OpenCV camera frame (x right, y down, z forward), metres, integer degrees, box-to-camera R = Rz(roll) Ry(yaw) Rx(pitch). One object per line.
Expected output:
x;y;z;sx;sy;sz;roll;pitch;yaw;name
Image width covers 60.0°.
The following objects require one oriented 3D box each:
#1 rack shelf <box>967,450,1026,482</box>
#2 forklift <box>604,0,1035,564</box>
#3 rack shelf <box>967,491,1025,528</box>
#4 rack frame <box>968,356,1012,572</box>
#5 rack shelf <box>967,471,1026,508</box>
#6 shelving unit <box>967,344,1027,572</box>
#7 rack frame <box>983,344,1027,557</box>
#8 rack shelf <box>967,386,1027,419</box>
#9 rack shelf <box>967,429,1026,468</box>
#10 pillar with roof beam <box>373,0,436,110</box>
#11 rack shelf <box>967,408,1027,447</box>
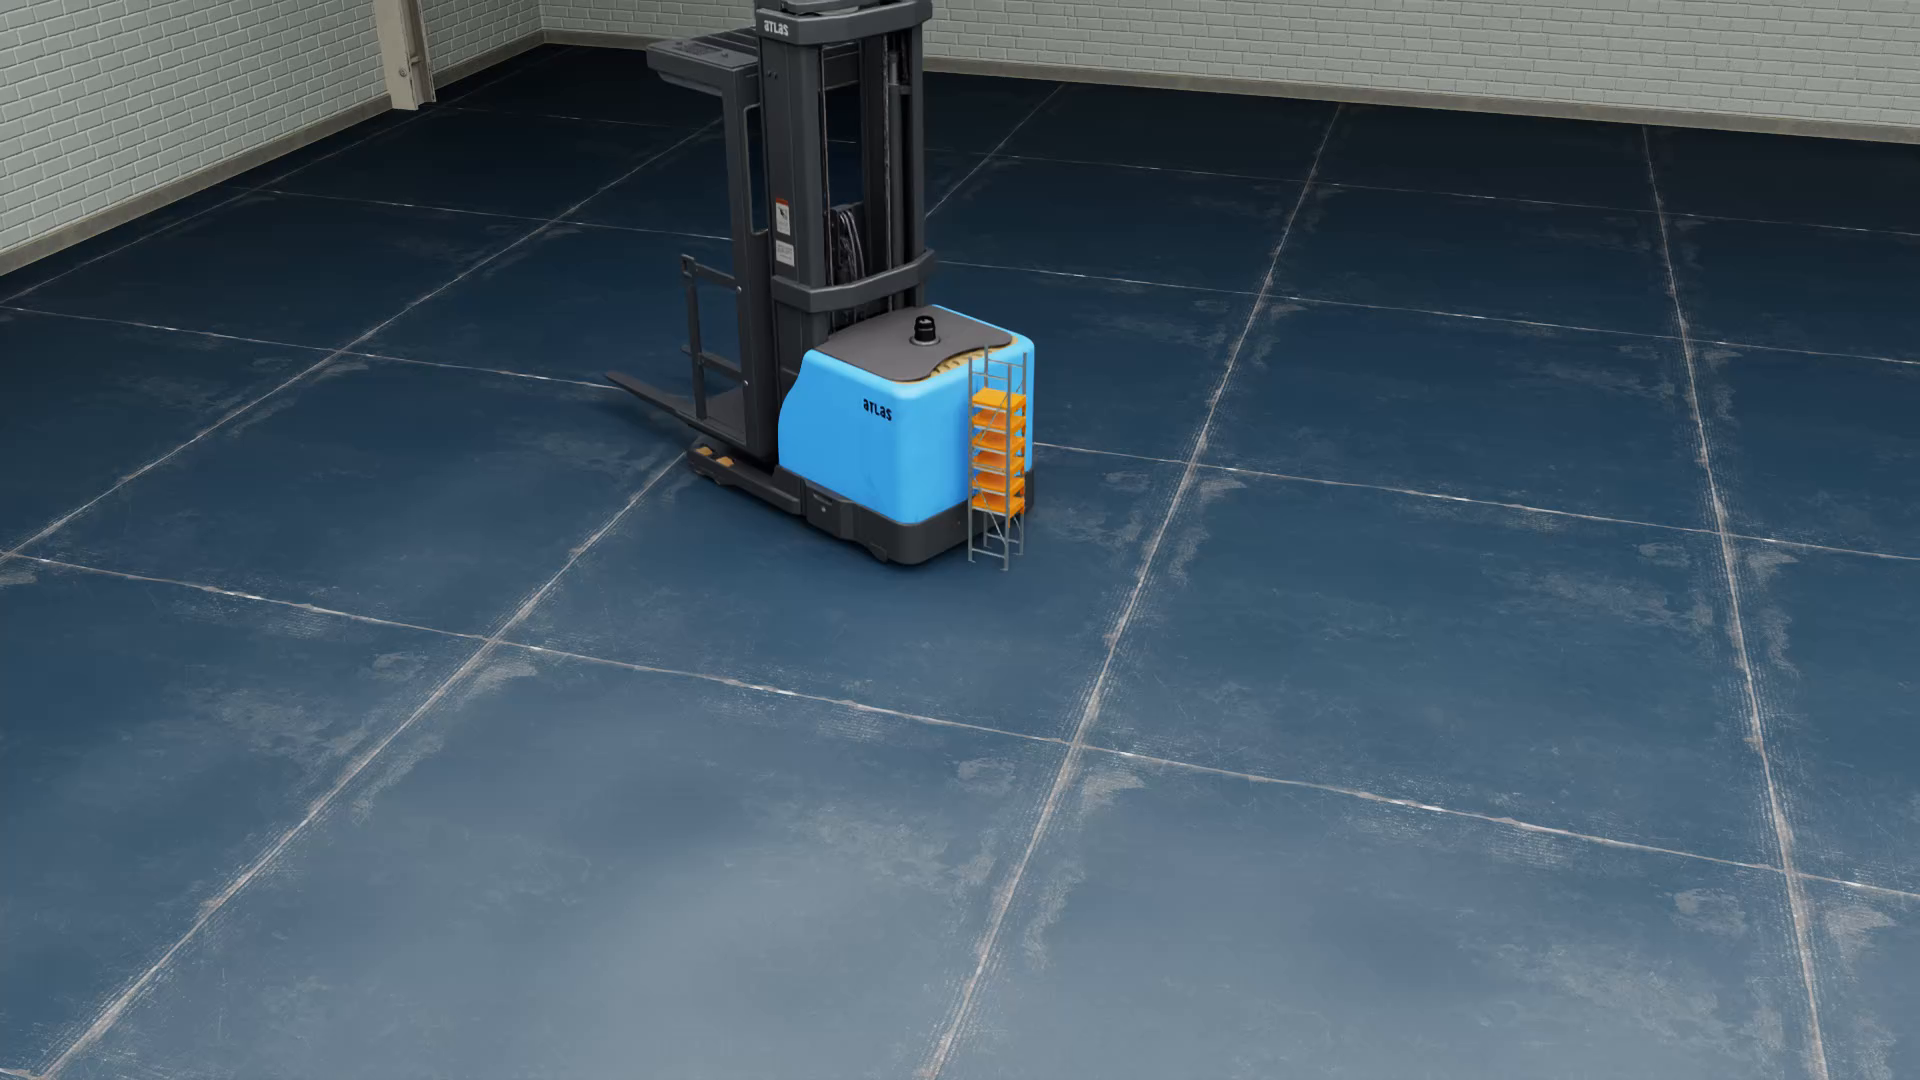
0.194;-0.383;8.795;0.258;0.103;0.180;14;32;24;rack shelf
-0.985;-1.763;9.403;3.031;2.935;1.130;25;38;38;forklift
0.194;-0.173;8.912;0.258;0.103;0.180;14;32;24;rack shelf
0.152;-0.382;8.703;0.240;1.200;0.006;14;32;24;rack frame
0.194;-0.278;8.853;0.258;0.103;0.180;14;32;24;rack shelf
0.194;-0.422;8.774;0.258;1.200;0.189;14;32;24;shelving unit
0.236;-0.461;8.845;0.240;1.200;0.006;14;32;24;rack frame
0.194;-0.697;8.620;0.258;0.103;0.180;14;32;24;rack shelf
0.194;-0.488;8.737;0.258;0.103;0.180;14;32;24;rack shelf
-1.632;-7.899;14.192;9.100;9.000;0.400;8;30;15;pillar with roof beam
0.194;-0.592;8.678;0.258;0.103;0.180;14;32;24;rack shelf
